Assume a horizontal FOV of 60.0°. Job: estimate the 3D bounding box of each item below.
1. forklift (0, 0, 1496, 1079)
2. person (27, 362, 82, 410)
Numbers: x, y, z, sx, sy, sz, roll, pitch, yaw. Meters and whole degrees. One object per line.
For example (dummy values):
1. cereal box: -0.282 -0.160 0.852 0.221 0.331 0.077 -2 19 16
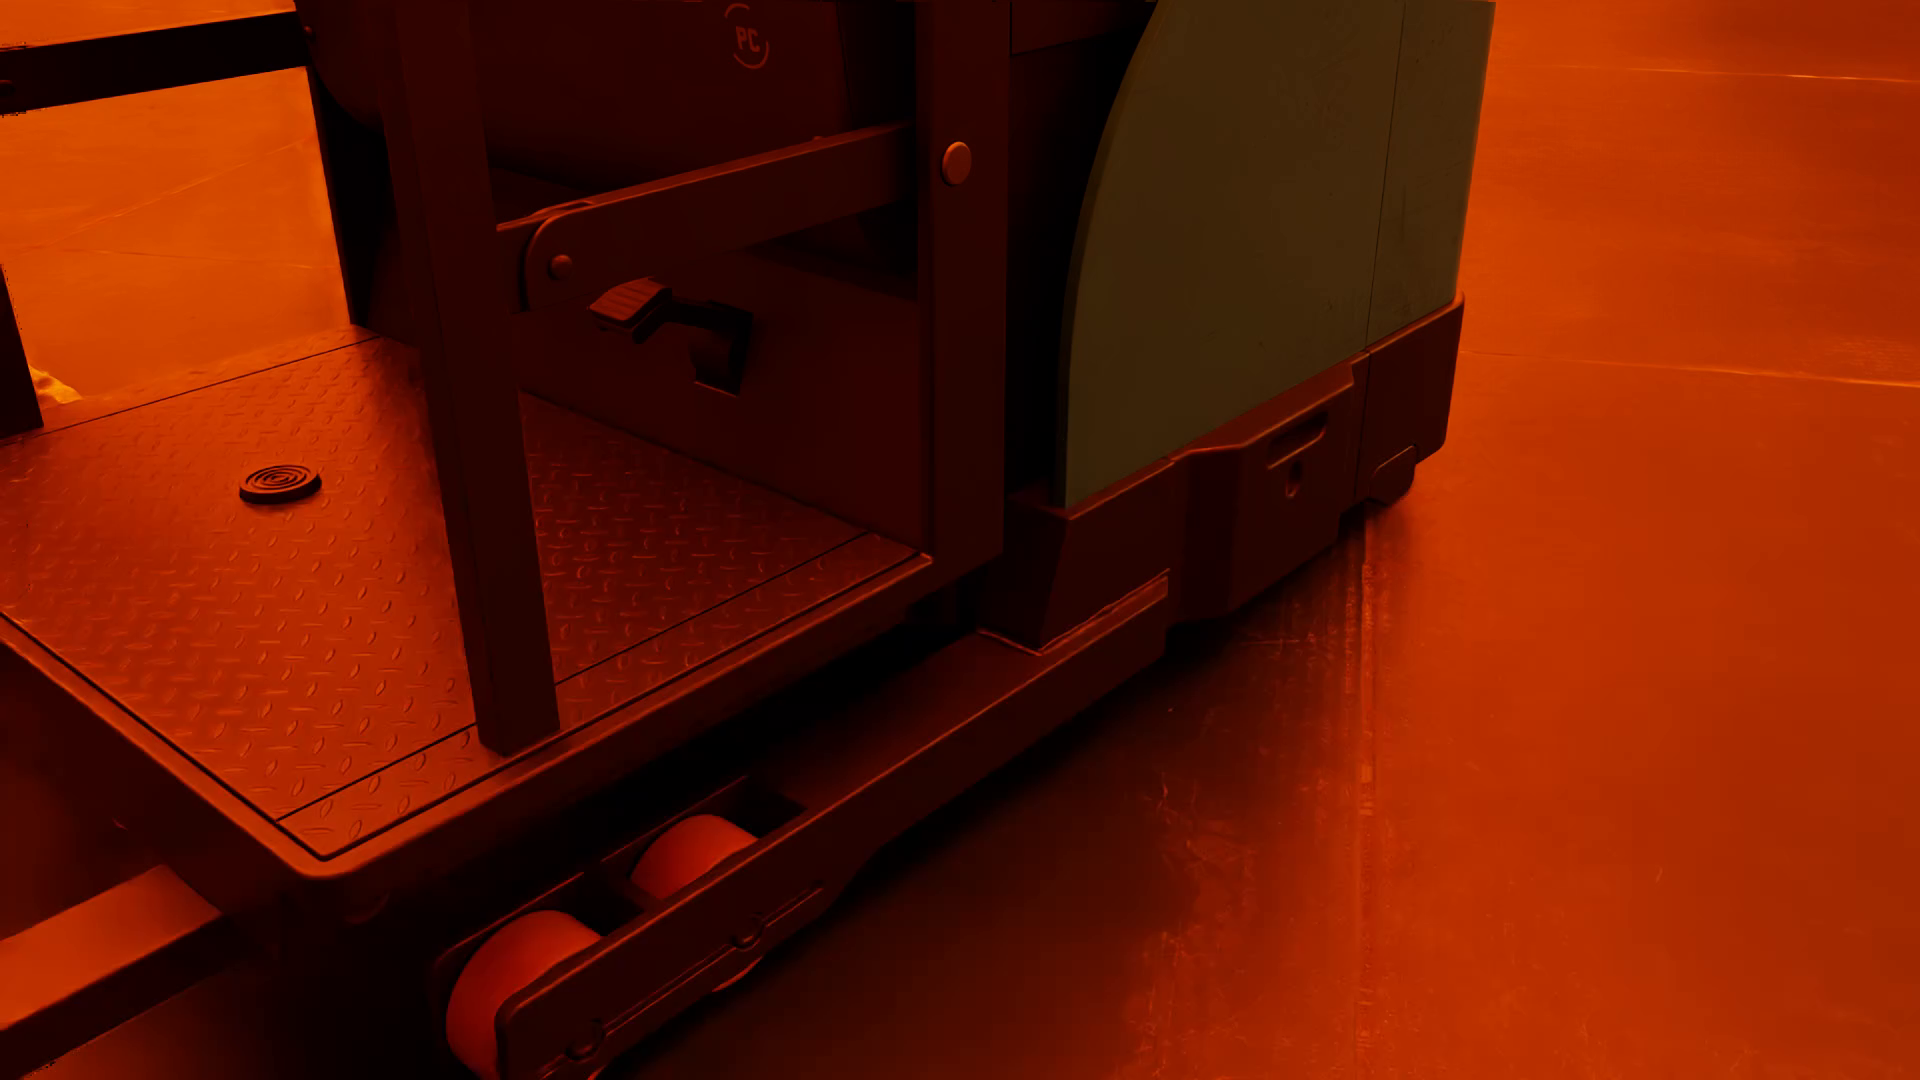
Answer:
1. forklift: -0.566 -1.060 1.347 1.130 2.935 3.031 21 34 36
2. person: -1.510 -0.694 2.173 0.764 1.534 0.874 0 27 -1
